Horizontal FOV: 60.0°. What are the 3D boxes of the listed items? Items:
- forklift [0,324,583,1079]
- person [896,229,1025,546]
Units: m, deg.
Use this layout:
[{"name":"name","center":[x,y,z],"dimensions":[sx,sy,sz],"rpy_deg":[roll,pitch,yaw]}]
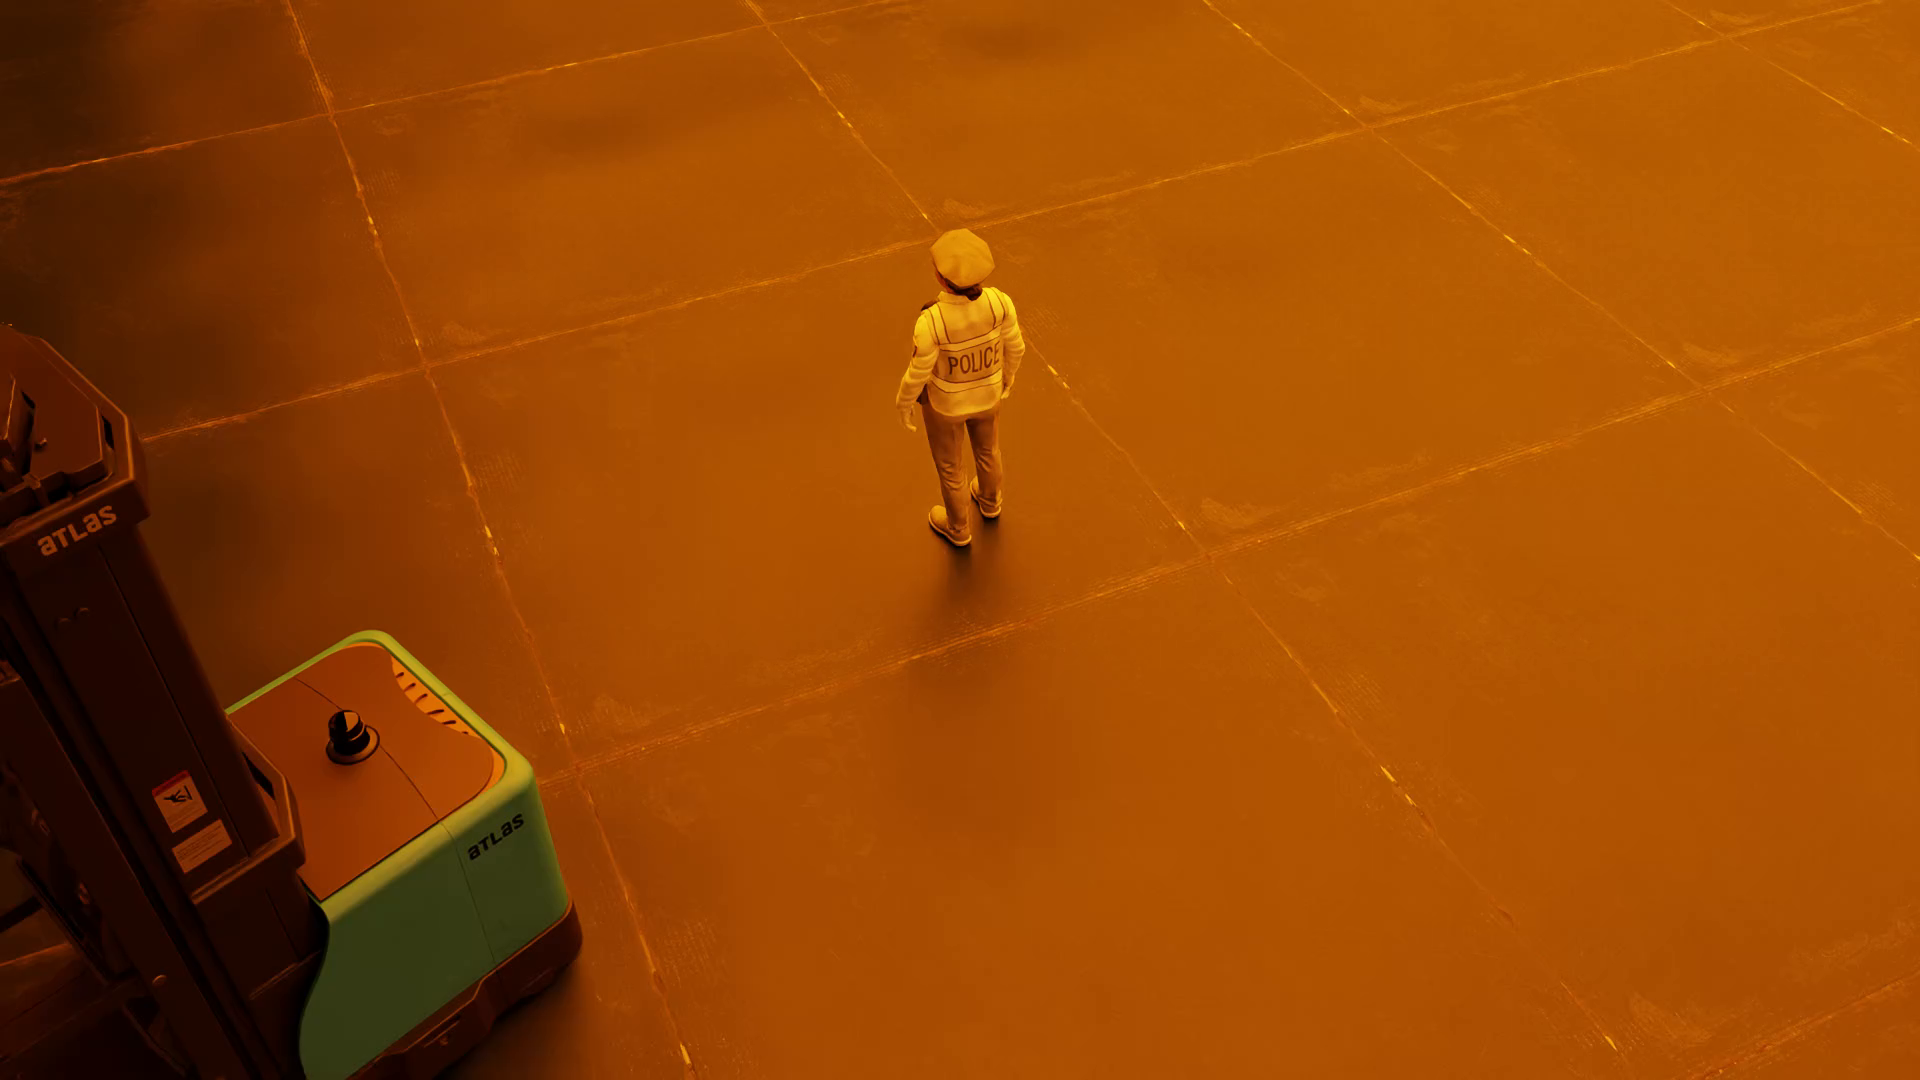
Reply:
[{"name":"forklift","center":[-2.774,0.963,4.648],"dimensions":[1.130,2.935,3.031],"rpy_deg":[33,52,30]},{"name":"person","center":[-0.022,-0.668,7.292],"dimensions":[0.587,1.696,0.534],"rpy_deg":[-18,46,-18]}]
